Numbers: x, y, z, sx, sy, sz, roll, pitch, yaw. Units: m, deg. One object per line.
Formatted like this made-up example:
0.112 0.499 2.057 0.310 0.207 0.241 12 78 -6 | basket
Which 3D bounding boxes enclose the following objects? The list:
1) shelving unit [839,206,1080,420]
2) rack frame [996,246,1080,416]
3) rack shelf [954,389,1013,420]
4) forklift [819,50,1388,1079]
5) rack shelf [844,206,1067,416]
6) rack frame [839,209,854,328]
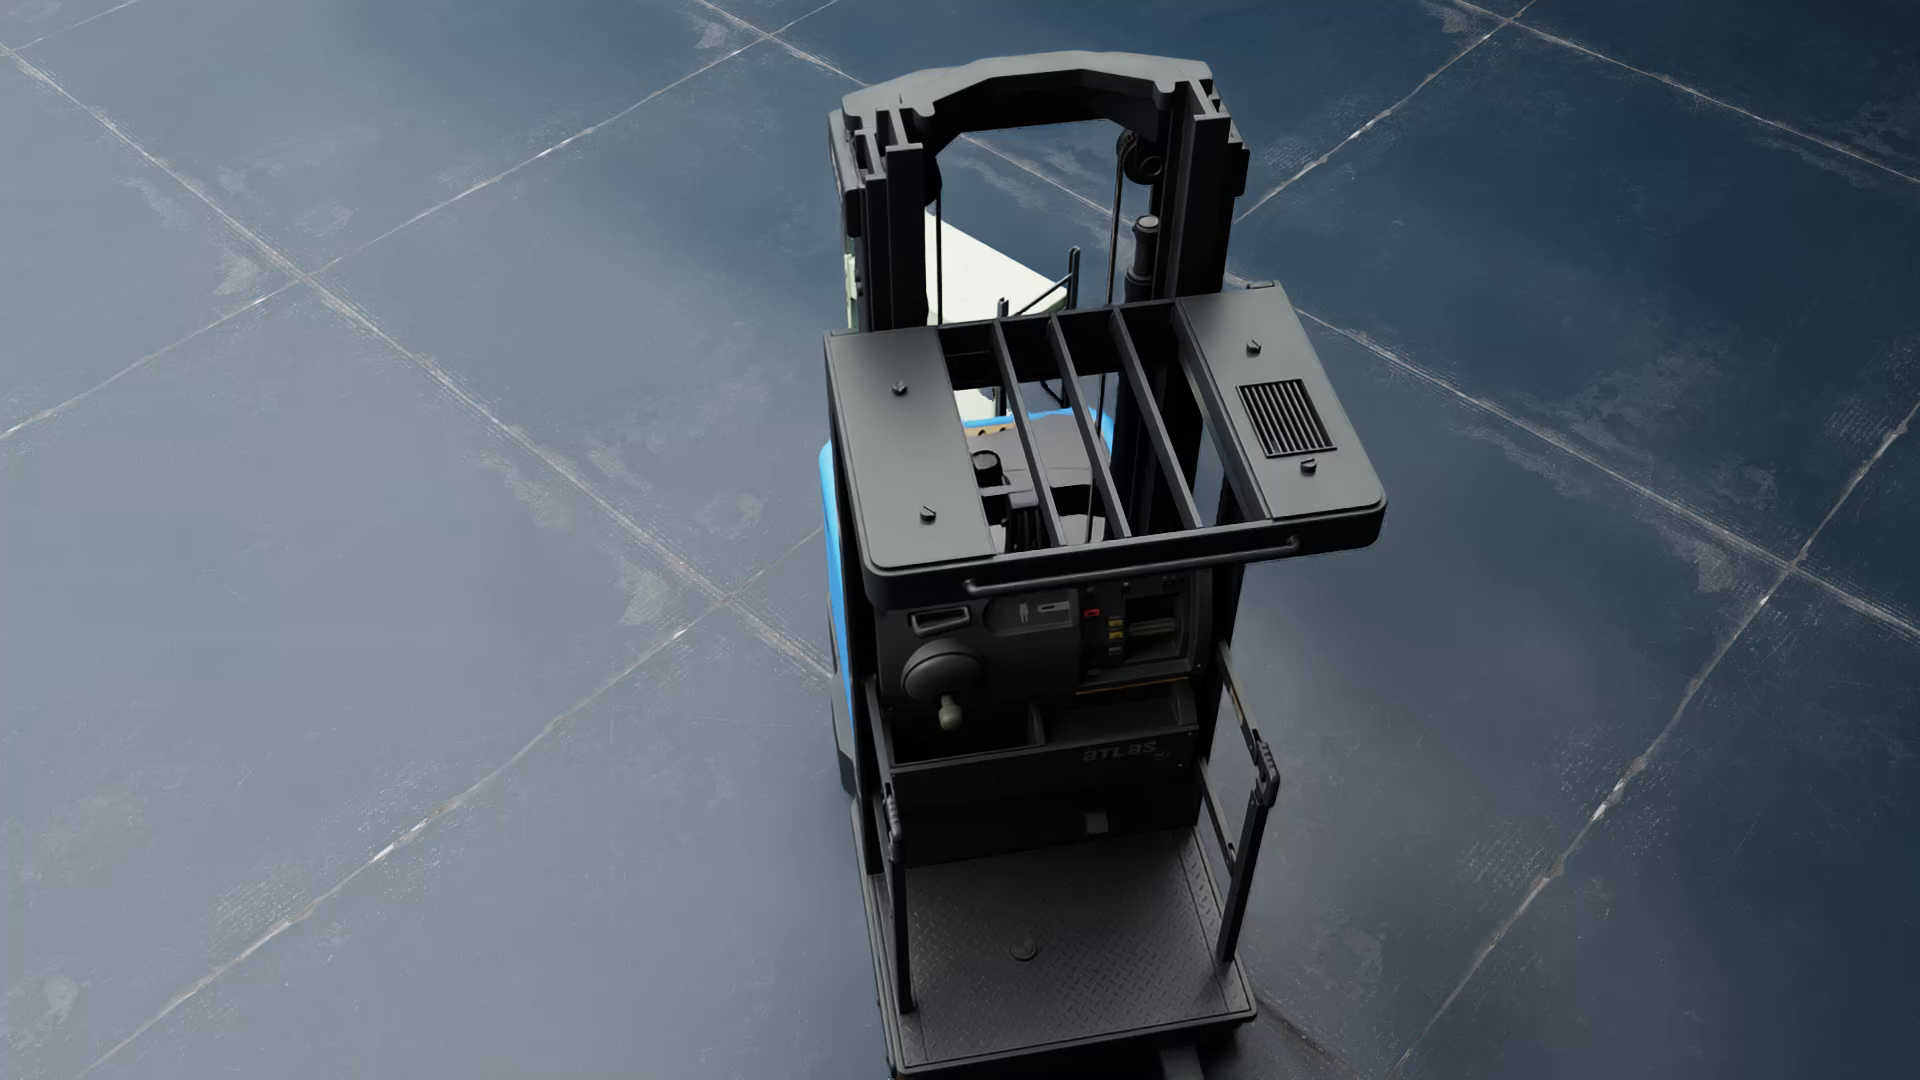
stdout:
-0.006 -0.549 6.236 0.755 1.500 0.431 34 55 28 | shelving unit
0.264 -0.369 6.067 0.023 1.500 0.400 34 55 28 | rack frame
-0.006 -0.326 6.474 0.720 0.370 0.431 34 55 28 | rack shelf
0.273 0.378 4.385 1.130 2.935 3.031 -7 47 -7 | forklift
-0.006 -0.816 5.952 0.720 0.370 0.431 34 55 28 | rack shelf
-0.276 -0.729 6.406 0.023 1.500 0.400 34 55 28 | rack frame
